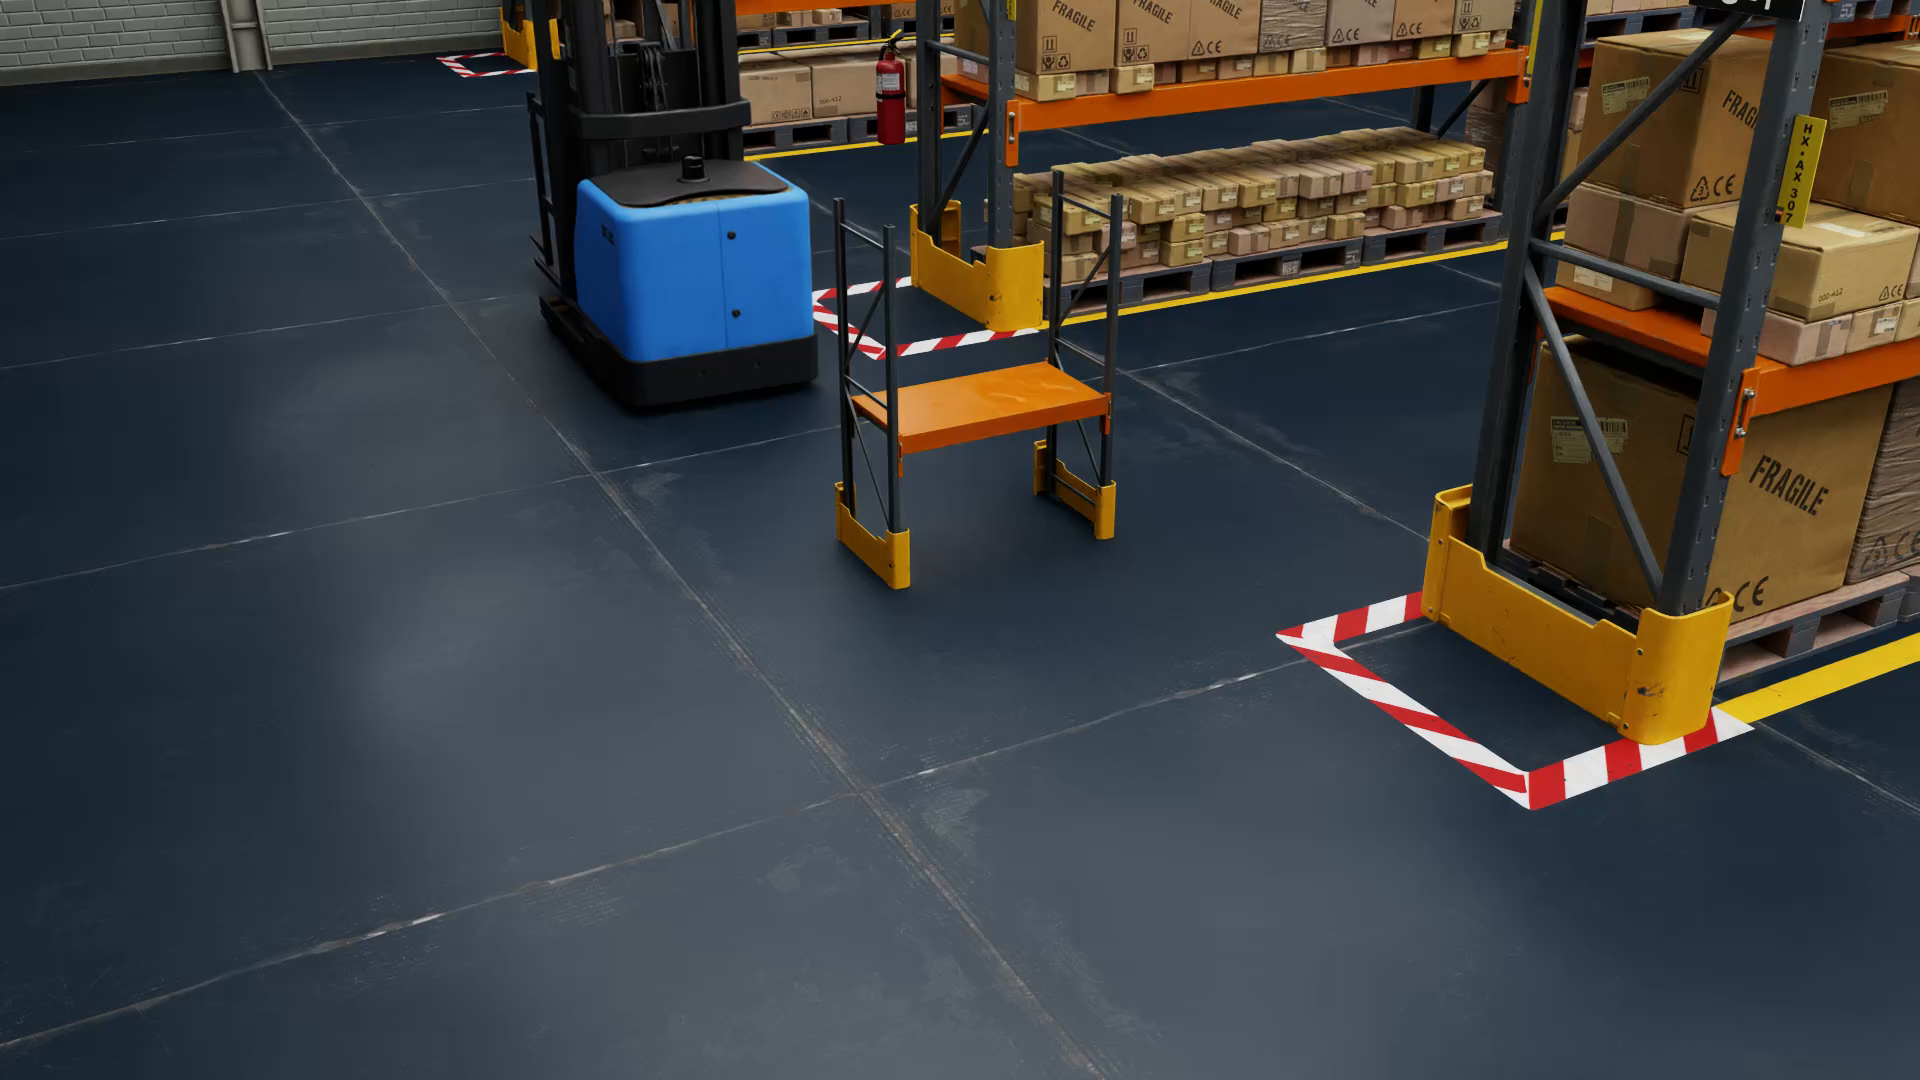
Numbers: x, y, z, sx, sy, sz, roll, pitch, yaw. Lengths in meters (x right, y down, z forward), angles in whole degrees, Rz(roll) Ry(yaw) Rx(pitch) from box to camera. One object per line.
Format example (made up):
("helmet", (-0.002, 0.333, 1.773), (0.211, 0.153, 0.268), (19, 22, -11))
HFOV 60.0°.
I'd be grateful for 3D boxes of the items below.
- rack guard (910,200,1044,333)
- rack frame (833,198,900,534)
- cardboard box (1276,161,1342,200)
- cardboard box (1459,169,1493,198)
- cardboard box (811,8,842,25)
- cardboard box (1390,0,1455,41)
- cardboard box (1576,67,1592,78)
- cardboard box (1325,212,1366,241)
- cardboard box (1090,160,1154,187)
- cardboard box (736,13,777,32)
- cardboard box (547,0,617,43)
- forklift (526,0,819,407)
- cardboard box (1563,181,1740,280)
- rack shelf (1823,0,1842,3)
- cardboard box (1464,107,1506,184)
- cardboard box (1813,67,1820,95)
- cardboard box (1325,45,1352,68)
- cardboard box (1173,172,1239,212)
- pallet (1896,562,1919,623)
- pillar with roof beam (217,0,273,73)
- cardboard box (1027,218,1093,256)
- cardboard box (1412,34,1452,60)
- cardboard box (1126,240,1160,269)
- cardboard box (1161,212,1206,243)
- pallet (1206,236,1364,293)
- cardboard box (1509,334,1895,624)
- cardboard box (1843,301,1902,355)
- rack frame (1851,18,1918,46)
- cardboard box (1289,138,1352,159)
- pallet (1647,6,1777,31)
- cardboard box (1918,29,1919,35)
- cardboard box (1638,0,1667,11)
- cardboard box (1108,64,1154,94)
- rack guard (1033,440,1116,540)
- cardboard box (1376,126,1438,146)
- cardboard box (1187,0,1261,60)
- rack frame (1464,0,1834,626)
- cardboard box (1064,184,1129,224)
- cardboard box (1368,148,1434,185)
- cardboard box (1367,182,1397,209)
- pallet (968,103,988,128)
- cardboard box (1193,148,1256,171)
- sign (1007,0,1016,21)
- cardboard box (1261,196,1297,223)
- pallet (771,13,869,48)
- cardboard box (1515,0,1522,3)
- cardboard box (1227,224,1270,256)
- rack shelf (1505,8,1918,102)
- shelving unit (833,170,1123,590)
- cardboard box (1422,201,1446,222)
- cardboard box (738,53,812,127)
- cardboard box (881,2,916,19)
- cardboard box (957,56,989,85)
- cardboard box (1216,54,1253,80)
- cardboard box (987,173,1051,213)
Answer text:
("rack guard", (0.089, -1.696, 10.204), (0.348, 0.500, 1.175), (-13, 29, -25))
("rack frame", (-0.373, -0.590, 6.746), (0.032, 1.500, 0.500), (-13, 29, -25))
("cardboard box", (2.243, -2.328, 10.755), (0.250, 0.149, 0.380), (-14, 29, -27))
("cardboard box", (3.423, -2.474, 11.403), (0.250, 0.149, 0.380), (-12, 28, -24))
("cardboard box", (-1.560, -6.065, 19.225), (0.250, 0.149, 0.380), (-14, 29, -27))
("cardboard box", (2.799, -3.489, 10.592), (0.500, 0.500, 0.500), (-14, 29, -26))
("cardboard box", (4.549, -3.370, 12.340), (0.500, 0.250, 0.500), (-12, 28, -23))
("cardboard box", (2.452, -2.105, 10.977), (0.250, 0.149, 0.380), (-13, 29, -25))
("cardboard box", (1.045, -2.343, 10.786), (0.250, 0.149, 0.380), (-14, 29, -27))
("cardboard box", (-2.463, -6.093, 18.878), (0.500, 0.500, 0.700), (-14, 29, -27))
("cardboard box", (-4.151, -5.724, 18.106), (0.637, 0.503, 0.797), (-14, 29, -27))
("forklift", (-1.857, -2.611, 9.301), (1.130, 2.935, 3.031), (-12, 28, -23))
("cardboard box", (2.569, -1.159, 6.027), (0.500, 0.250, 0.500), (-13, 29, -26))
("rack shelf", (4.031, -2.327, 5.998), (4.000, 0.370, 1.077), (-13, 29, -25))
("cardboard box", (4.086, -2.931, 12.292), (0.500, 0.500, 0.500), (-14, 29, -26))
("cardboard box", (6.160, -3.490, 12.591), (0.500, 0.250, 0.500), (-13, 28, -24))
("cardboard box", (2.255, -3.094, 10.519), (0.250, 0.149, 0.380), (-13, 29, -26))
("cardboard box", (1.542, -2.196, 10.479), (0.250, 0.149, 0.380), (-12, 28, -23))
("pallet", (4.010, -0.075, 7.162), (1.213, 0.211, 1.003), (-13, 29, -25))
("pillar with roof beam", (-5.513, -7.427, 12.323), (0.400, 9.000, 9.100), (-13, 29, -25))
("cardboard box", (0.605, -1.854, 10.111), (0.250, 0.149, 0.380), (-12, 28, -23))
("cardboard box", (2.969, -3.235, 10.813), (0.250, 0.149, 0.380), (-12, 28, -23))
("cardboard box", (1.043, -1.833, 10.412), (0.250, 0.149, 0.380), (-13, 28, -25))
("cardboard box", (1.325, -1.983, 10.379), (0.250, 0.149, 0.380), (-12, 28, -24))
("pallet", (1.897, -1.964, 11.097), (1.213, 0.211, 1.003), (-13, 29, -25))
("cardboard box", (2.794, -0.285, 6.347), (0.875, 0.875, 0.875), (-13, 29, -25))
("cardboard box", (2.961, -0.778, 5.695), (0.250, 0.149, 0.380), (-13, 29, -26))
("rack frame", (7.081, -4.436, 13.025), (0.127, 3.000, 1.000), (-13, 29, -25))
("cardboard box", (2.459, -2.637, 11.399), (0.250, 0.149, 0.380), (-14, 29, -26))
("pallet", (5.353, -3.931, 12.194), (1.213, 0.211, 1.003), (-13, 29, -25))
("cardboard box", (8.430, -3.881, 13.981), (0.750, 0.750, 1.050), (-13, 28, -24))
("cardboard box", (4.580, -3.710, 11.318), (0.250, 0.149, 0.380), (-13, 28, -25))
("cardboard box", (0.929, -2.737, 9.774), (0.250, 0.149, 0.380), (-14, 29, -27))
("rack guard", (0.507, -0.230, 7.439), (0.087, 0.250, 0.587), (-13, 29, -25))
("cardboard box", (3.150, -2.803, 11.744), (0.250, 0.149, 0.380), (-12, 28, -23))
("cardboard box", (1.446, -3.186, 9.961), (0.500, 0.500, 0.500), (-13, 28, -24))
("rack frame", (2.267, -0.892, 5.643), (0.127, 3.000, 1.000), (-13, 29, -25))
("cardboard box", (0.831, -2.058, 10.193), (0.250, 0.149, 0.380), (-12, 28, -24))
("cardboard box", (2.937, -2.502, 11.116), (0.250, 0.149, 0.380), (-13, 29, -26))
("cardboard box", (2.694, -2.340, 11.122), (0.250, 0.149, 0.380), (-13, 28, -25))
("pallet", (0.425, -4.110, 15.566), (1.213, 0.211, 1.003), (-13, 29, -25))
("cardboard box", (1.759, -2.495, 11.101), (0.250, 0.149, 0.380), (-13, 28, -25))
("sign", (0.277, -2.990, 9.012), (0.005, 0.325, 0.100), (-13, 29, -25))
("cardboard box", (1.977, -2.195, 10.822), (0.250, 0.149, 0.380), (-12, 28, -23))
("pallet", (-1.813, -5.990, 19.482), (1.213, 0.211, 1.003), (-13, 29, -25))
("cardboard box", (3.808, -3.854, 11.617), (0.250, 0.149, 0.380), (-14, 29, -26))
("cardboard box", (1.761, -1.949, 10.653), (0.250, 0.149, 0.380), (-15, 29, -28))
("rack shelf", (5.316, -3.705, 12.332), (4.000, 0.370, 1.077), (-13, 29, -25))
("shelving unit", (0.067, -0.692, 6.958), (1.083, 1.500, 0.587), (-13, 29, -25))
("cardboard box", (3.097, -2.295, 11.373), (0.250, 0.149, 0.380), (-12, 28, -24))
("cardboard box", (-1.861, -3.884, 14.349), (0.875, 0.438, 0.875), (-14, 29, -27))
("cardboard box", (-0.674, -6.462, 19.645), (0.500, 0.500, 0.500), (-12, 28, -23))
("cardboard box", (0.176, -2.868, 10.048), (0.250, 0.149, 0.380), (-13, 29, -25))
("cardboard box", (1.576, -2.927, 10.171), (0.250, 0.149, 0.380), (-14, 29, -26))
("cardboard box", (0.370, -2.184, 10.454), (0.250, 0.149, 0.380), (-13, 28, -25))
